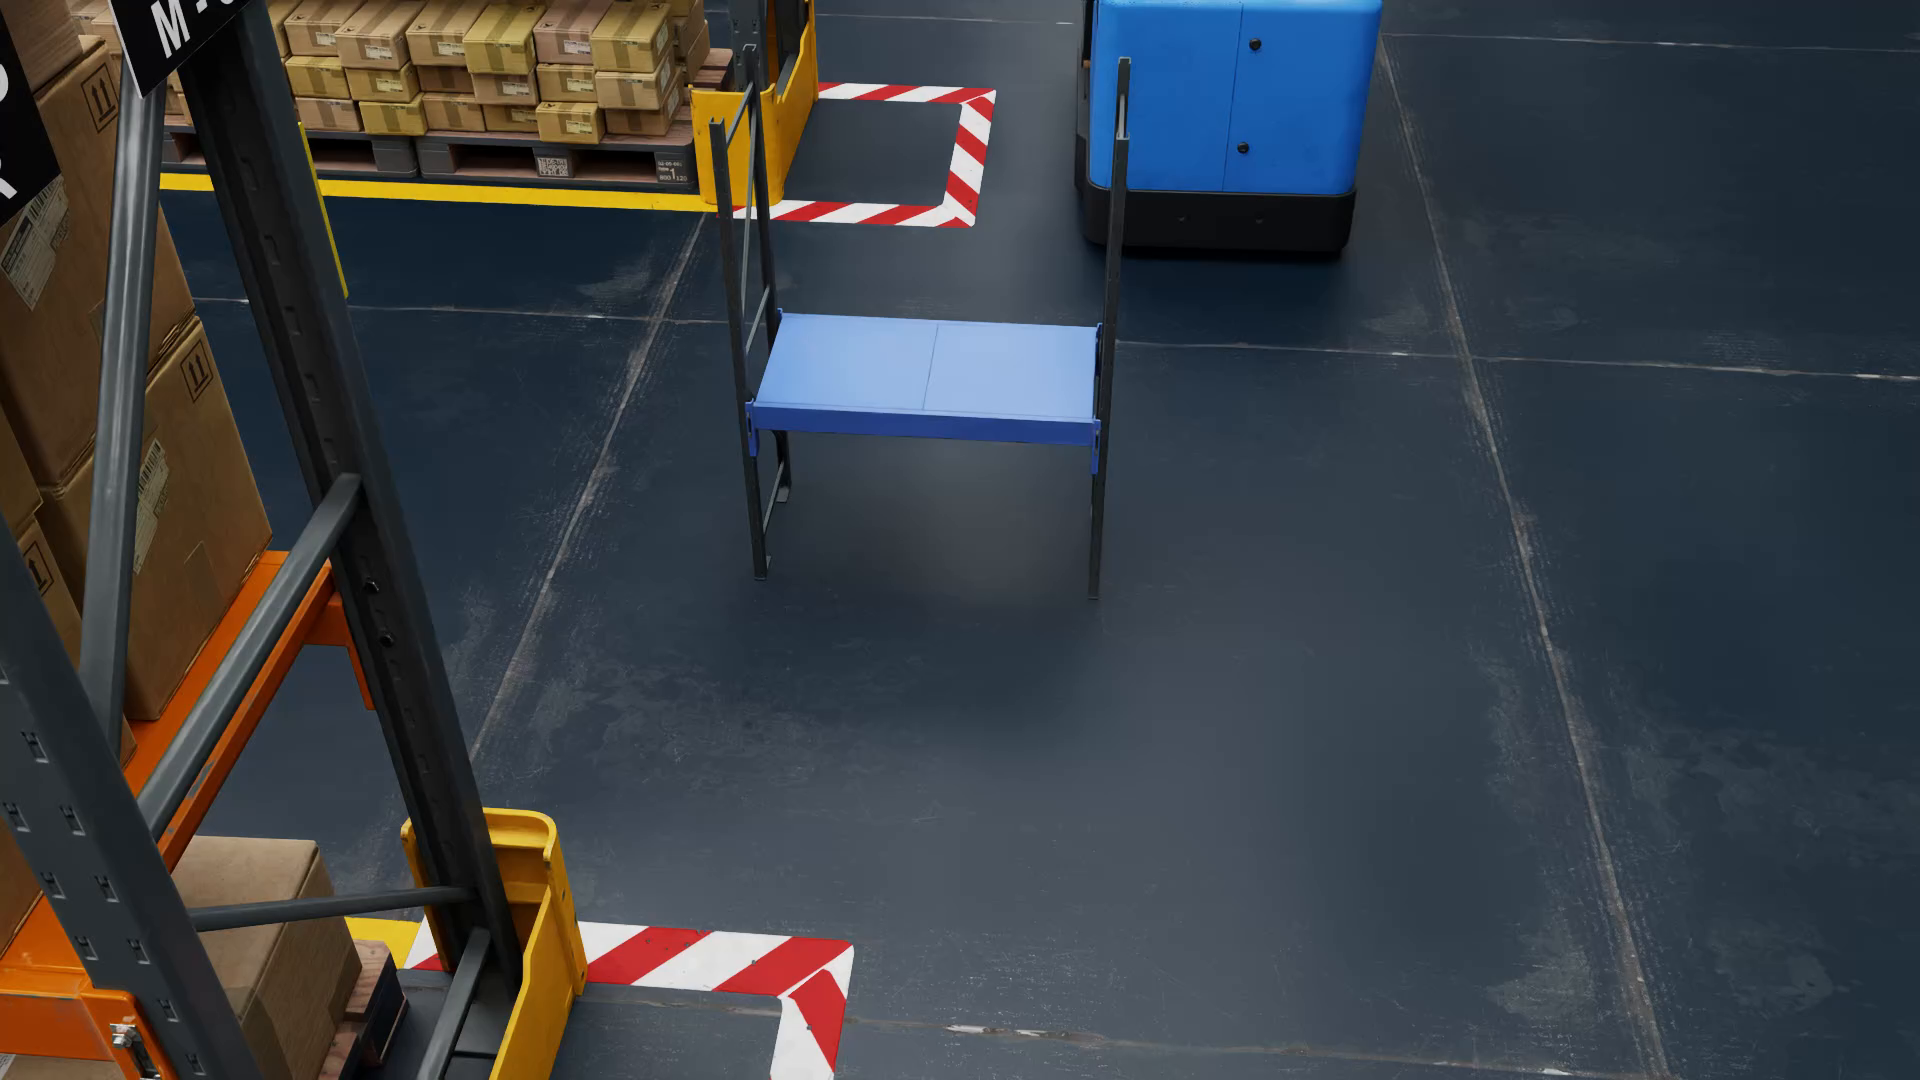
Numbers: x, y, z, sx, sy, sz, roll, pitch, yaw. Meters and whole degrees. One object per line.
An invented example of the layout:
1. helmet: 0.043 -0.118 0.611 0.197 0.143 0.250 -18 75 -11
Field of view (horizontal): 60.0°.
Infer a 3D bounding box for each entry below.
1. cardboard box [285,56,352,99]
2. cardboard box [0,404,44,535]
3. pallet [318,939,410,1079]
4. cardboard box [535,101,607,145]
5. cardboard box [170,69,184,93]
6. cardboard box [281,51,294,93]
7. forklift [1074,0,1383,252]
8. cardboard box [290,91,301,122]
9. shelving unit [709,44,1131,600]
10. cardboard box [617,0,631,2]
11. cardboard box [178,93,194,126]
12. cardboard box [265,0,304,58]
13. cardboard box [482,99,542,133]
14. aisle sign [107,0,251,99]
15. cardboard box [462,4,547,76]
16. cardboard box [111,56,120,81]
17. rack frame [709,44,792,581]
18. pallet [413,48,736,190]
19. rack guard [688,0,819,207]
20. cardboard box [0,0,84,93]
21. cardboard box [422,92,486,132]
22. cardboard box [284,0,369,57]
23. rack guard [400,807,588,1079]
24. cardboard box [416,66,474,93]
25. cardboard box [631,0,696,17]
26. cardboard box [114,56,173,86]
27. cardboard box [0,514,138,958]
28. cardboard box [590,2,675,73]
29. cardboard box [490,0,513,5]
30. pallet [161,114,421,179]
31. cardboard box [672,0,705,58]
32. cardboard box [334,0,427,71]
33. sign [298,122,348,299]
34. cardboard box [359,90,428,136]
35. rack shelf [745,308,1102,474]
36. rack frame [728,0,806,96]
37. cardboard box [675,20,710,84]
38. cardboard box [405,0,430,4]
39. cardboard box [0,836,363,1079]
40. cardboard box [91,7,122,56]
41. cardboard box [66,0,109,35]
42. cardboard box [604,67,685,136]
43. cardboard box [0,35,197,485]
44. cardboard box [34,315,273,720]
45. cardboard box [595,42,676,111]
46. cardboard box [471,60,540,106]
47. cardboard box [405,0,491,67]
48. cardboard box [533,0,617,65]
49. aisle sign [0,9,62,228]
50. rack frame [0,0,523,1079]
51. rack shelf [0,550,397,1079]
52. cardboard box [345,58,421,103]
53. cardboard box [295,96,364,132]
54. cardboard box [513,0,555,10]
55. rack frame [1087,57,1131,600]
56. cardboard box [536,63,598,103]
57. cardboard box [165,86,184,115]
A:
1. cardboard box: -2.643 -2.022 7.048 0.250 0.149 0.380 5 39 6
2. cardboard box: -1.631 -0.111 2.139 0.500 0.500 0.500 4 39 5
3. pallet: -1.934 1.279 3.512 1.213 0.211 1.003 3 39 4
4. cardboard box: -1.611 -1.832 7.050 0.250 0.149 0.380 4 39 5
5. cardboard box: -3.163 -2.049 7.081 0.250 0.149 0.380 3 39 3
6. cardboard box: -2.920 -2.019 7.045 0.250 0.149 0.380 4 39 4
7. forklift: 1.103 -3.181 6.836 1.130 2.935 3.031 2 39 3
8. cardboard box: -2.890 -1.969 7.218 0.250 0.149 0.380 4 39 5
9. shelving unit: -0.085 -0.586 4.782 1.048 1.500 0.538 3 39 4
10. cardboard box: -1.582 -2.396 7.272 0.250 0.149 0.380 4 39 5
11. cardboard box: -3.158 -1.935 7.177 0.250 0.149 0.380 2 39 3
12. cardboard box: -2.909 -2.182 7.010 0.250 0.149 0.380 3 39 4
13. cardboard box: -1.867 -1.900 7.134 0.250 0.149 0.380 3 39 4
14. aisle sign: -1.034 -0.995 2.037 0.004 0.787 0.394 3 39 4
15. cardboard box: -1.867 -2.068 6.869 0.250 0.149 0.380 2 39 3
16. cardboard box: -3.681 -2.132 7.183 0.250 0.149 0.380 1 39 2
17. rack frame: -0.591 -0.614 4.816 0.032 1.500 0.500 3 39 4
18. pallet: -1.686 -1.916 7.437 1.213 0.211 1.003 3 39 4
19. rack guard: -0.880 -1.962 7.264 0.348 0.500 1.175 3 39 4
20. cardboard box: -1.460 -0.680 2.324 0.250 0.149 0.380 4 39 5
21. cardboard box: -2.114 -1.906 7.141 0.250 0.149 0.380 4 39 4
22. cardboard box: -2.645 -2.186 7.014 0.250 0.149 0.380 2 39 2
23. rack guard: -1.106 1.163 3.426 0.348 0.500 1.175 3 39 4
24. cardboard box: -2.131 -2.055 7.089 0.250 0.149 0.380 3 39 3
25. cardboard box: -1.297 -2.457 7.347 0.250 0.149 0.380 1 39 2
26. cardboard box: -3.409 -2.102 7.146 0.250 0.149 0.380 5 39 6
27. cardboard box: -1.634 0.293 2.434 0.500 0.500 0.500 3 39 4
28. cardboard box: -1.353 -2.084 6.889 0.250 0.149 0.380 4 39 4
29. cardboard box: -2.076 -2.452 7.341 0.250 0.149 0.380 1 39 2
30. pallet: -2.898 -1.984 7.520 1.213 0.211 1.003 3 39 4
31. cardboard box: -1.304 -2.289 7.377 0.250 0.149 0.380 5 39 6
32. cardboard box: -2.392 -2.102 6.911 0.250 0.149 0.380 5 39 6
33. sign: -1.076 -0.523 2.768 0.005 0.325 0.100 3 39 4
34. cardboard box: -2.374 -1.880 7.109 0.250 0.149 0.380 1 39 2
35. rack shelf: -0.085 -0.447 4.896 1.000 0.185 0.538 3 39 4
36. rack frame: -0.804 -2.927 6.470 0.127 3.000 1.000 3 39 4
37. cardboard box: -1.298 -2.214 7.520 0.250 0.149 0.380 4 39 5
38. cardboard box: -2.351 -2.473 7.367 0.250 0.149 0.380 5 39 6
39. cardboard box: -1.796 1.050 3.281 0.875 0.438 0.875 2 39 2
40. cardboard box: -3.430 -2.183 7.011 0.250 0.149 0.380 4 39 5
41. cardboard box: -3.676 -2.249 7.091 0.250 0.149 0.380 2 39 3
42. cardboard box: -1.346 -1.882 7.111 0.250 0.149 0.380 4 39 5
43. cardboard box: -1.584 -0.440 2.543 0.500 0.500 0.500 2 39 3
44. cardboard box: -1.584 -0.054 2.861 0.500 0.500 0.500 3 39 3
45. cardboard box: -1.354 -1.949 6.958 0.250 0.149 0.380 2 39 3
46. cardboard box: -1.872 -1.976 6.991 0.250 0.149 0.380 2 39 2
47. cardboard box: -2.120 -2.122 6.936 0.250 0.149 0.380 2 39 2
48. cardboard box: -1.598 -2.134 6.950 0.250 0.149 0.380 4 39 5
49. aisle sign: -1.085 -0.618 1.573 0.004 0.787 0.394 3 39 4
50. rack frame: -1.130 0.192 2.638 0.127 3.000 1.000 3 39 4
51. rack shelf: -3.123 0.362 2.999 4.000 0.370 1.077 3 39 4
52. cardboard box: -2.389 -1.996 7.016 0.250 0.149 0.380 4 39 5
53. cardboard box: -2.644 -1.908 7.143 0.250 0.149 0.380 4 39 5
54. cardboard box: -1.821 -2.491 7.388 0.250 0.149 0.380 3 39 4
55. rack frame: 0.421 -0.559 4.748 0.032 1.500 0.500 3 39 4
56. cardboard box: -1.610 -1.997 7.017 0.250 0.149 0.380 2 39 3
57. cardboard box: -3.408 -2.010 7.269 0.250 0.149 0.380 2 39 2
